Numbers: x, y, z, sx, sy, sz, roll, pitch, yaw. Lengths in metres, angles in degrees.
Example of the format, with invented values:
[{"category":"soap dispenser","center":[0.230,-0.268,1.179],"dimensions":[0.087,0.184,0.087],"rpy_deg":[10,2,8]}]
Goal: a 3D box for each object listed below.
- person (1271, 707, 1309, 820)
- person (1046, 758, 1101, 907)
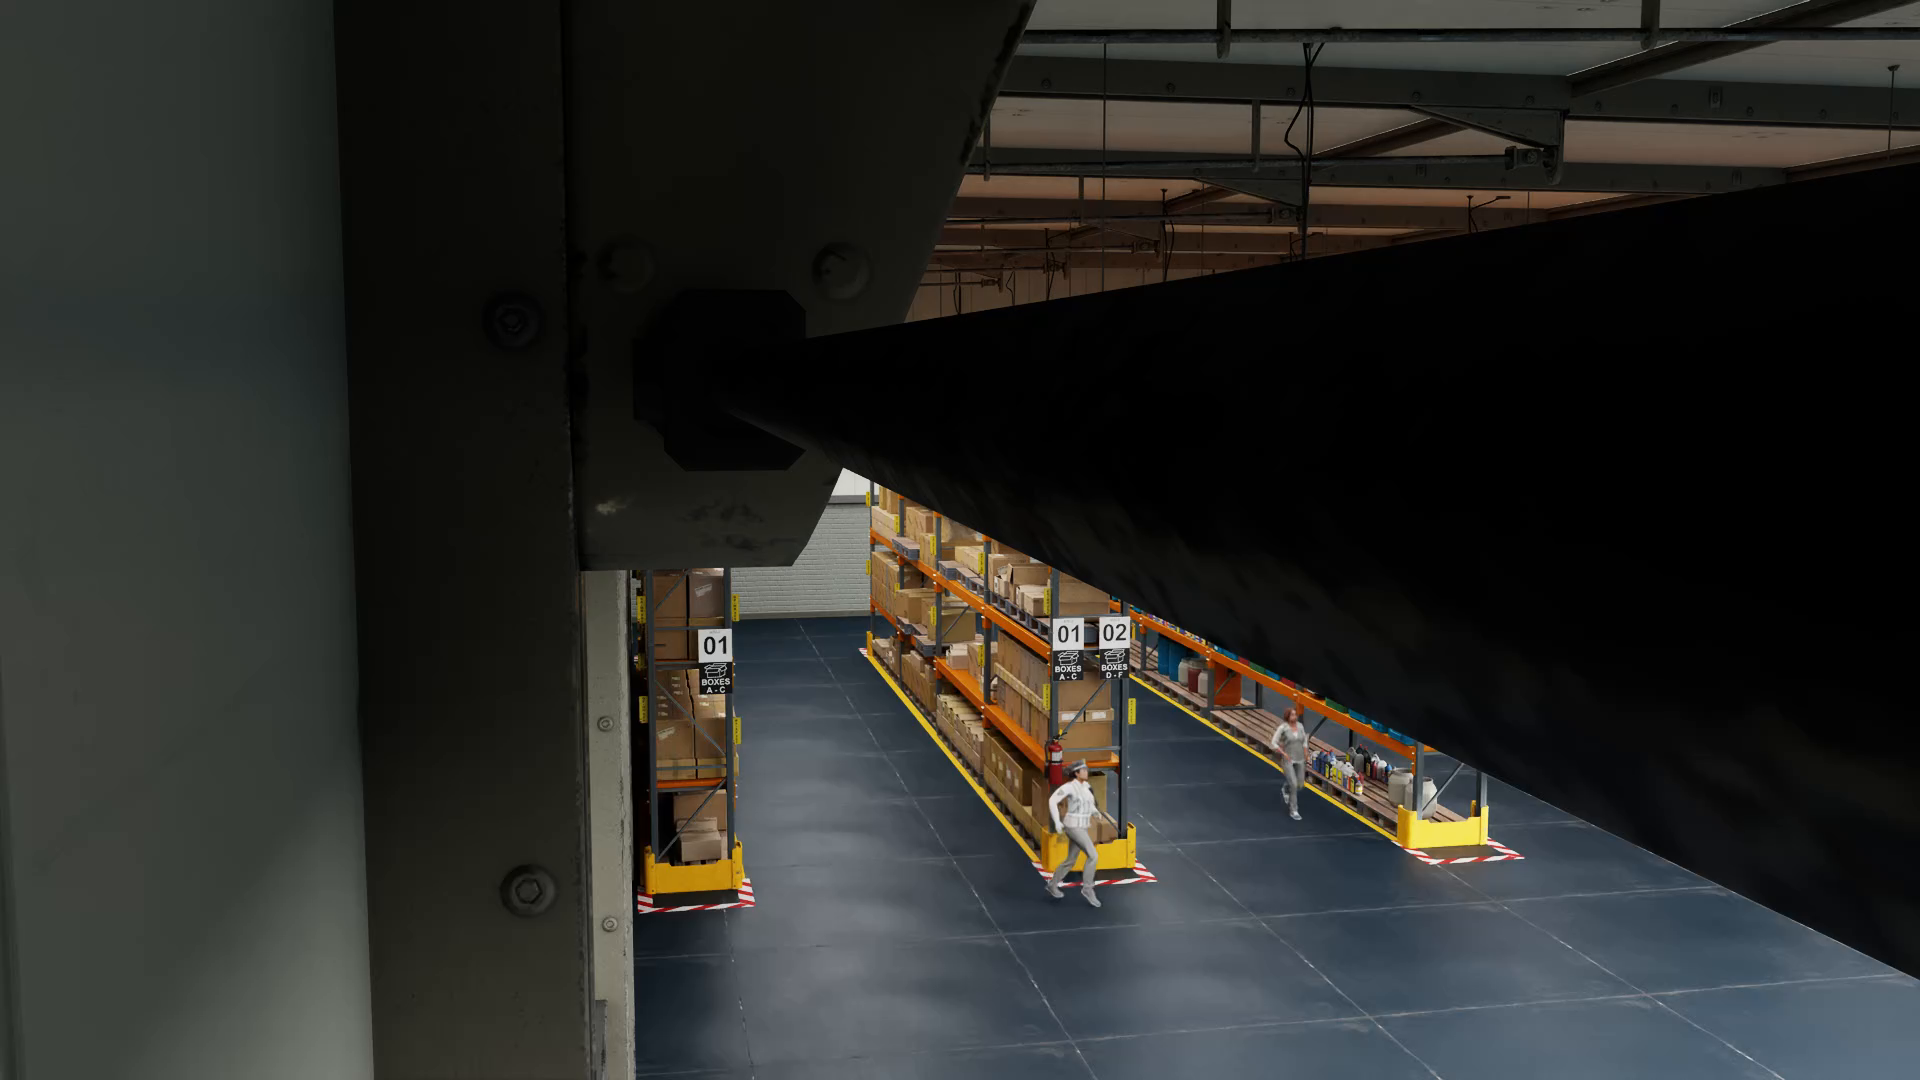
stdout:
[{"category":"person","center":[4.637,3.113,23.407],"dimensions":[0.555,1.568,0.637],"rpy_deg":[-1,6,-14]},{"category":"person","center":[1.419,3.433,19.746],"dimensions":[0.738,1.685,0.598],"rpy_deg":[3,7,29]}]
